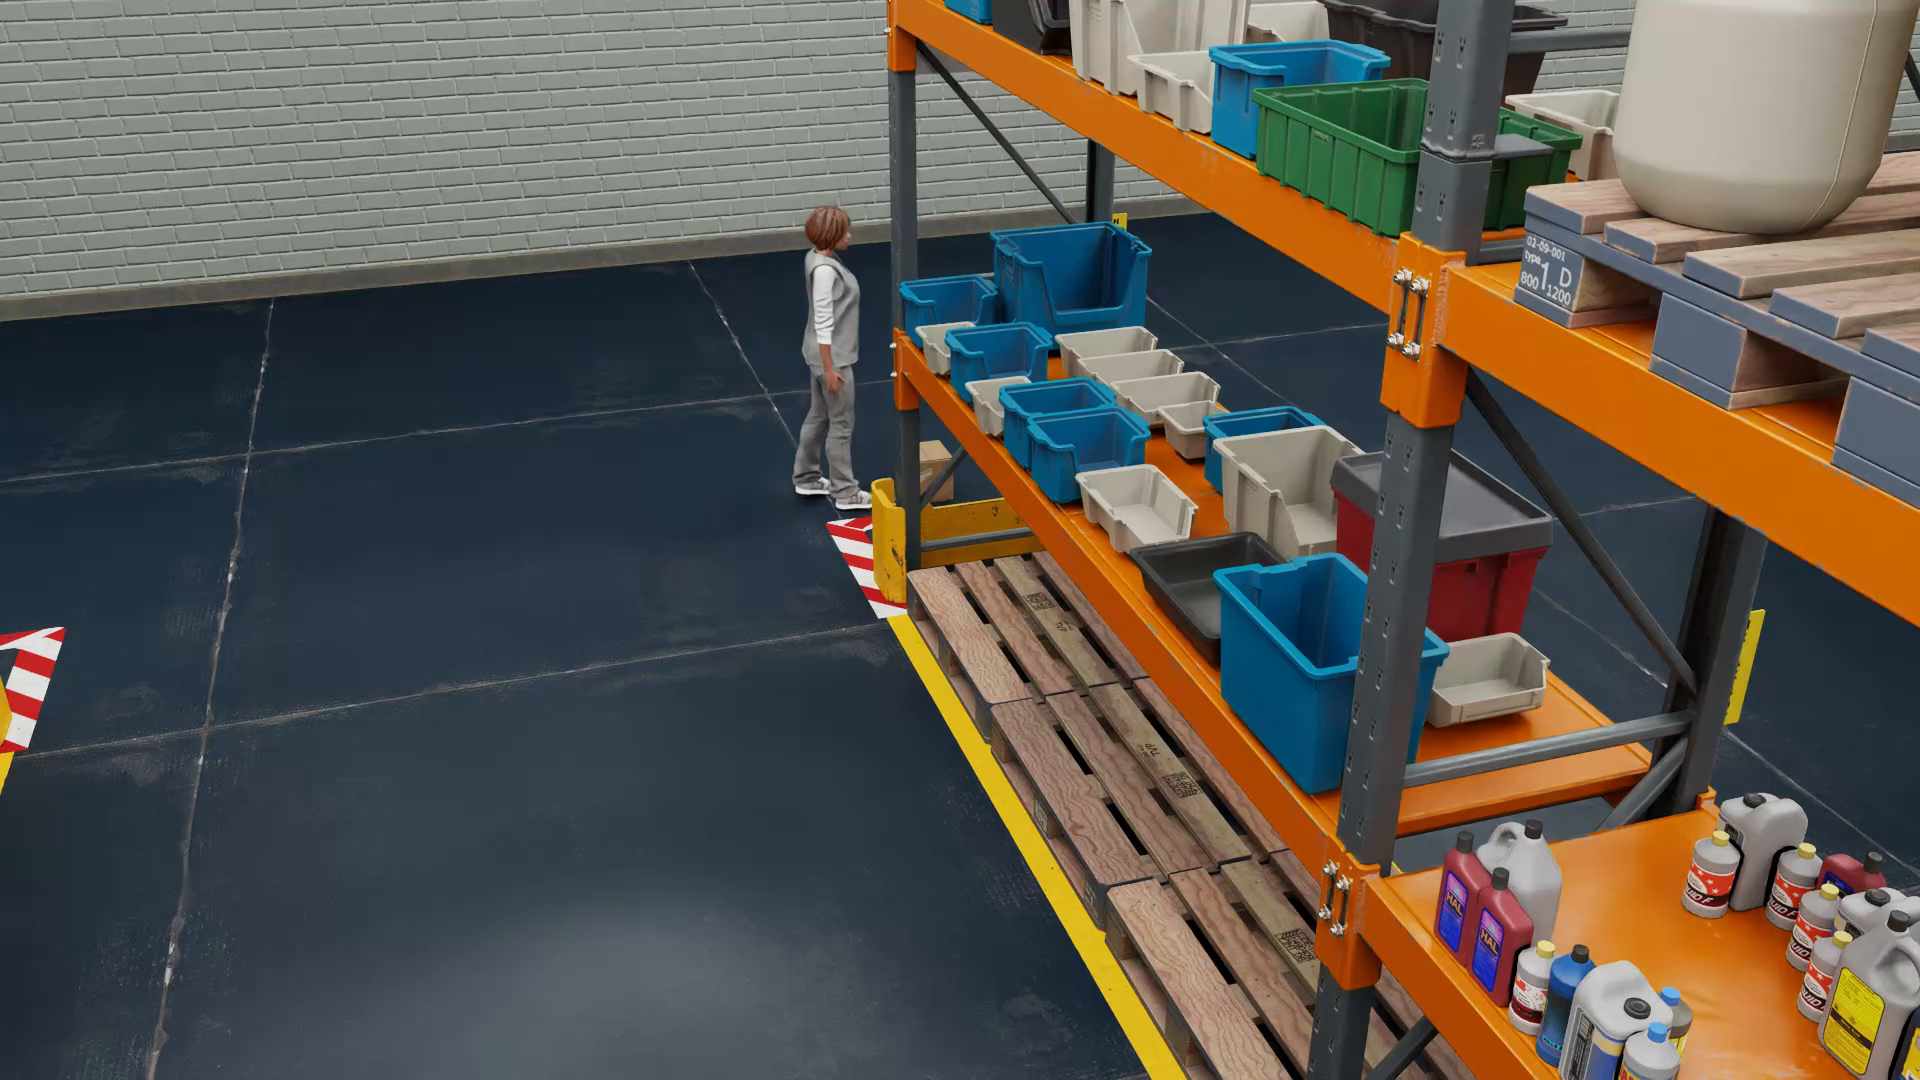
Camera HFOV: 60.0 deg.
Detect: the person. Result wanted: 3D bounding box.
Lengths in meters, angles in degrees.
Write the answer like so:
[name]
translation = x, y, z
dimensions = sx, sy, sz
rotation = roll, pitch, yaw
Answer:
[person]
translation = -0.645, -0.927, 8.531
dimensions = 0.480, 1.603, 0.432
rotation = -5, 27, -10
